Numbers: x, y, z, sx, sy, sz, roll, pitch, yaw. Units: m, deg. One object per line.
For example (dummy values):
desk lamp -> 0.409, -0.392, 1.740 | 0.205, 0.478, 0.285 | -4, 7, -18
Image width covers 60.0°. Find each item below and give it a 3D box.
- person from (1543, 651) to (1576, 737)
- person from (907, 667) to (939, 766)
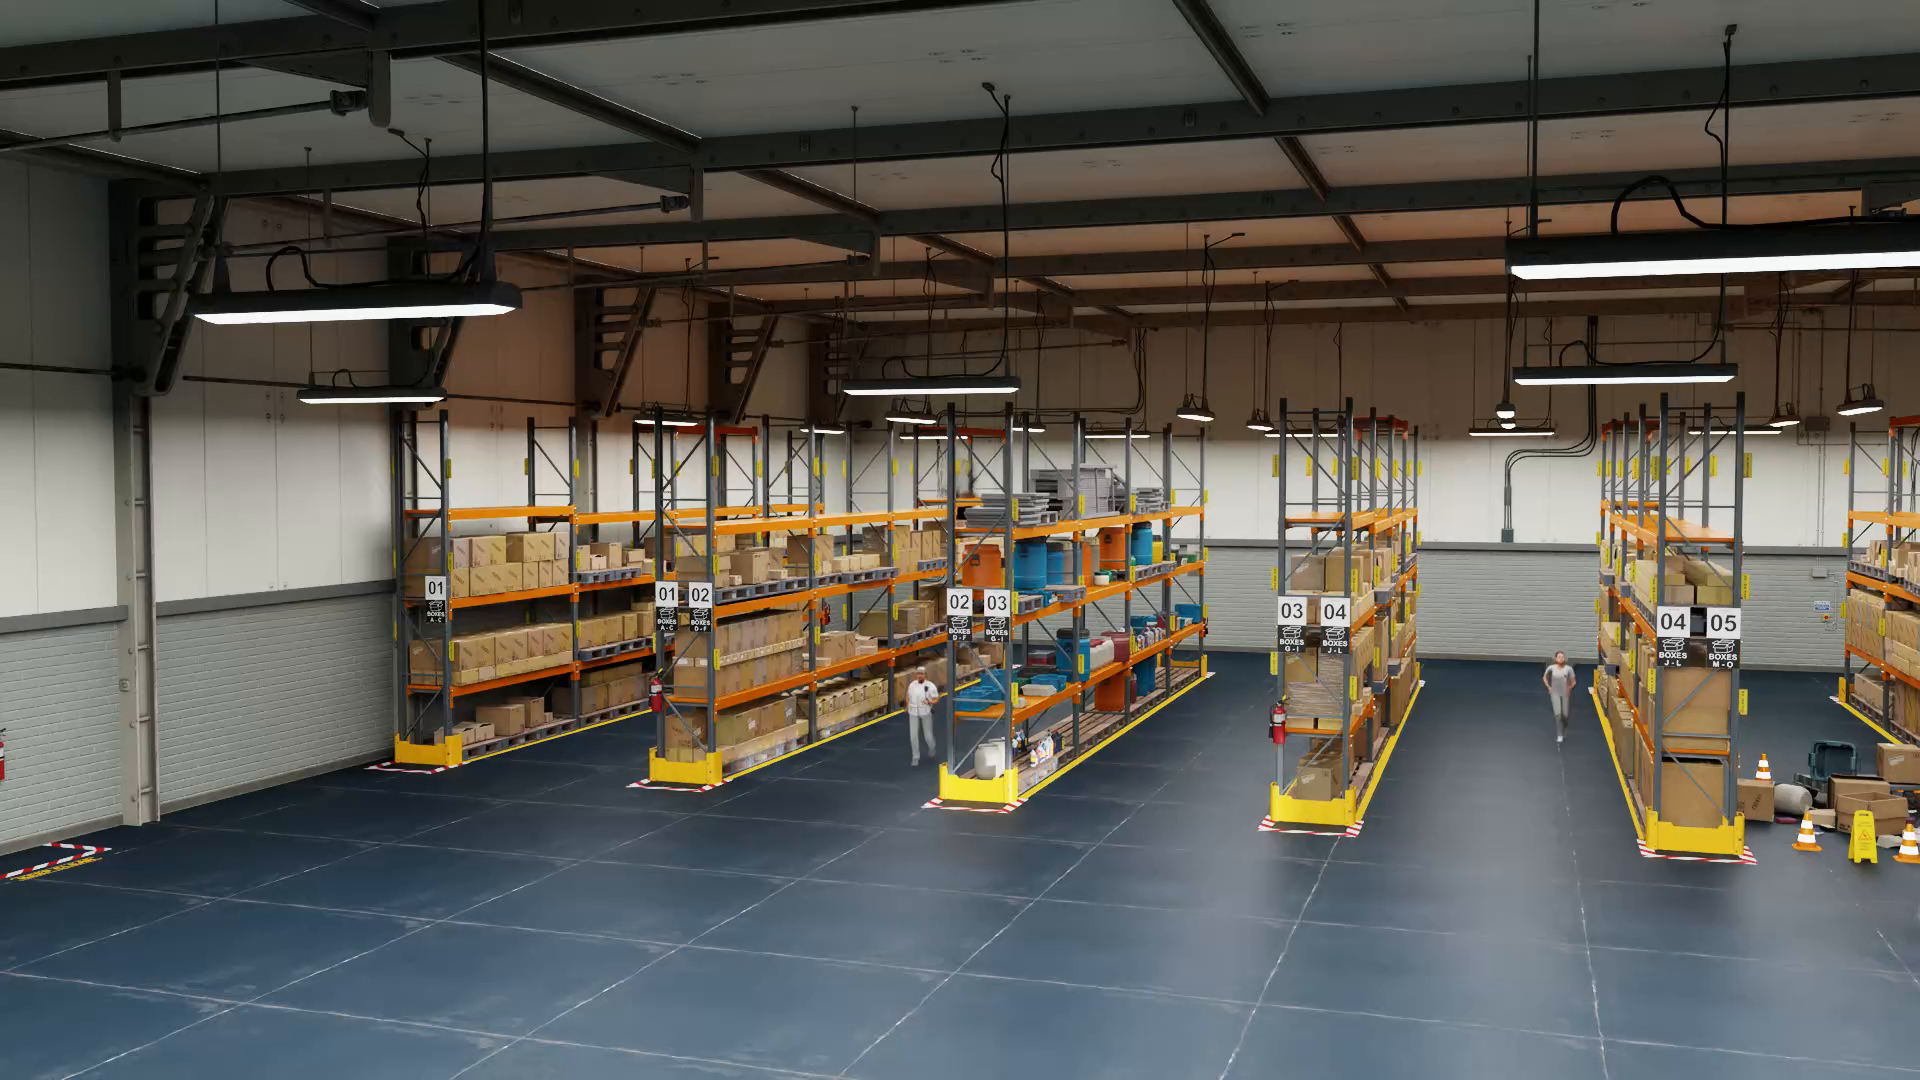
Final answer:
person -> 11.049, 2.827, 30.651 | 0.575, 1.575, 0.588 | 1, 3, 17
person -> -0.651, 2.966, 28.221 | 0.585, 1.637, 0.862 | 1, 3, 12
